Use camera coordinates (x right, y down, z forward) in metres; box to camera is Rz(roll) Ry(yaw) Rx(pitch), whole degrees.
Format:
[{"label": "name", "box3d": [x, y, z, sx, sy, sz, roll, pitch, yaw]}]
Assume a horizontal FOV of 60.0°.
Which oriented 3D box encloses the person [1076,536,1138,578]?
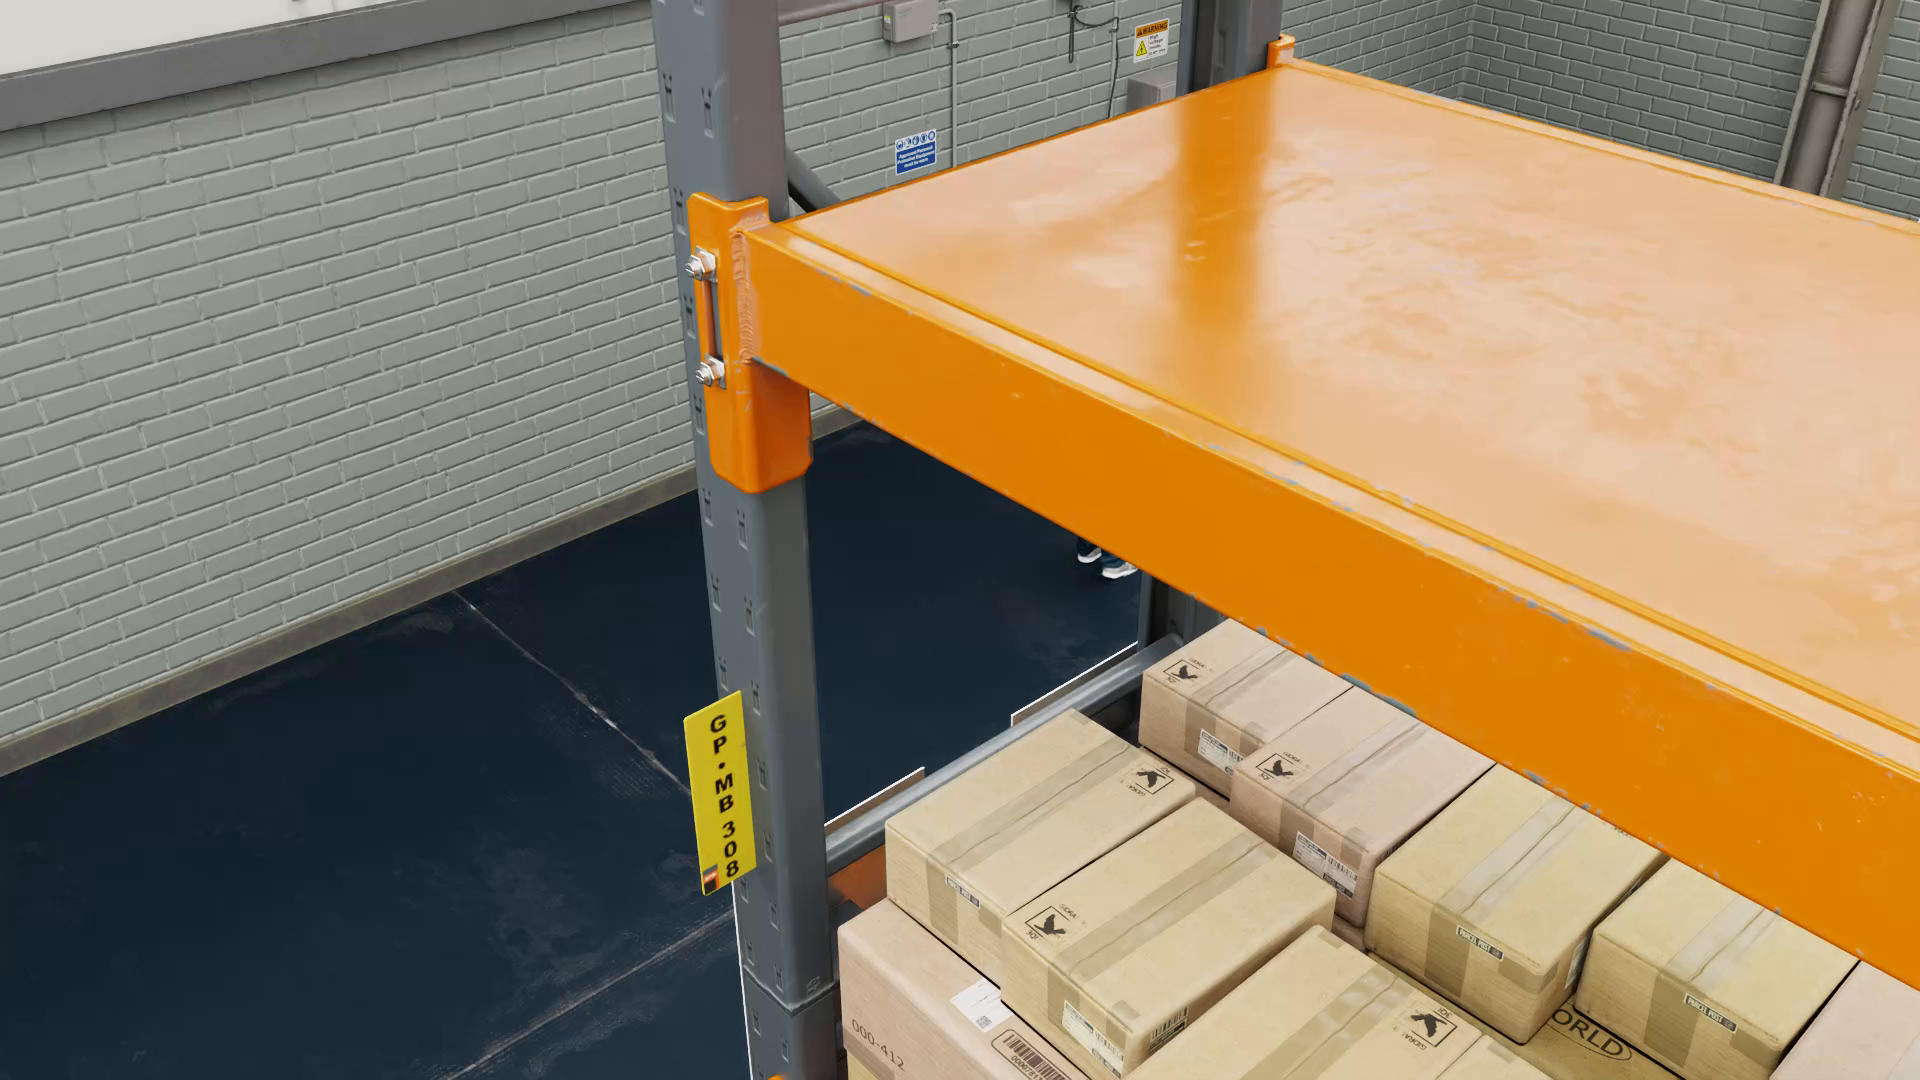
[{"label": "person", "box3d": [0.798, -0.546, 8.781, 0.299, 1.593, 0.407, -25, 40, -34]}]
